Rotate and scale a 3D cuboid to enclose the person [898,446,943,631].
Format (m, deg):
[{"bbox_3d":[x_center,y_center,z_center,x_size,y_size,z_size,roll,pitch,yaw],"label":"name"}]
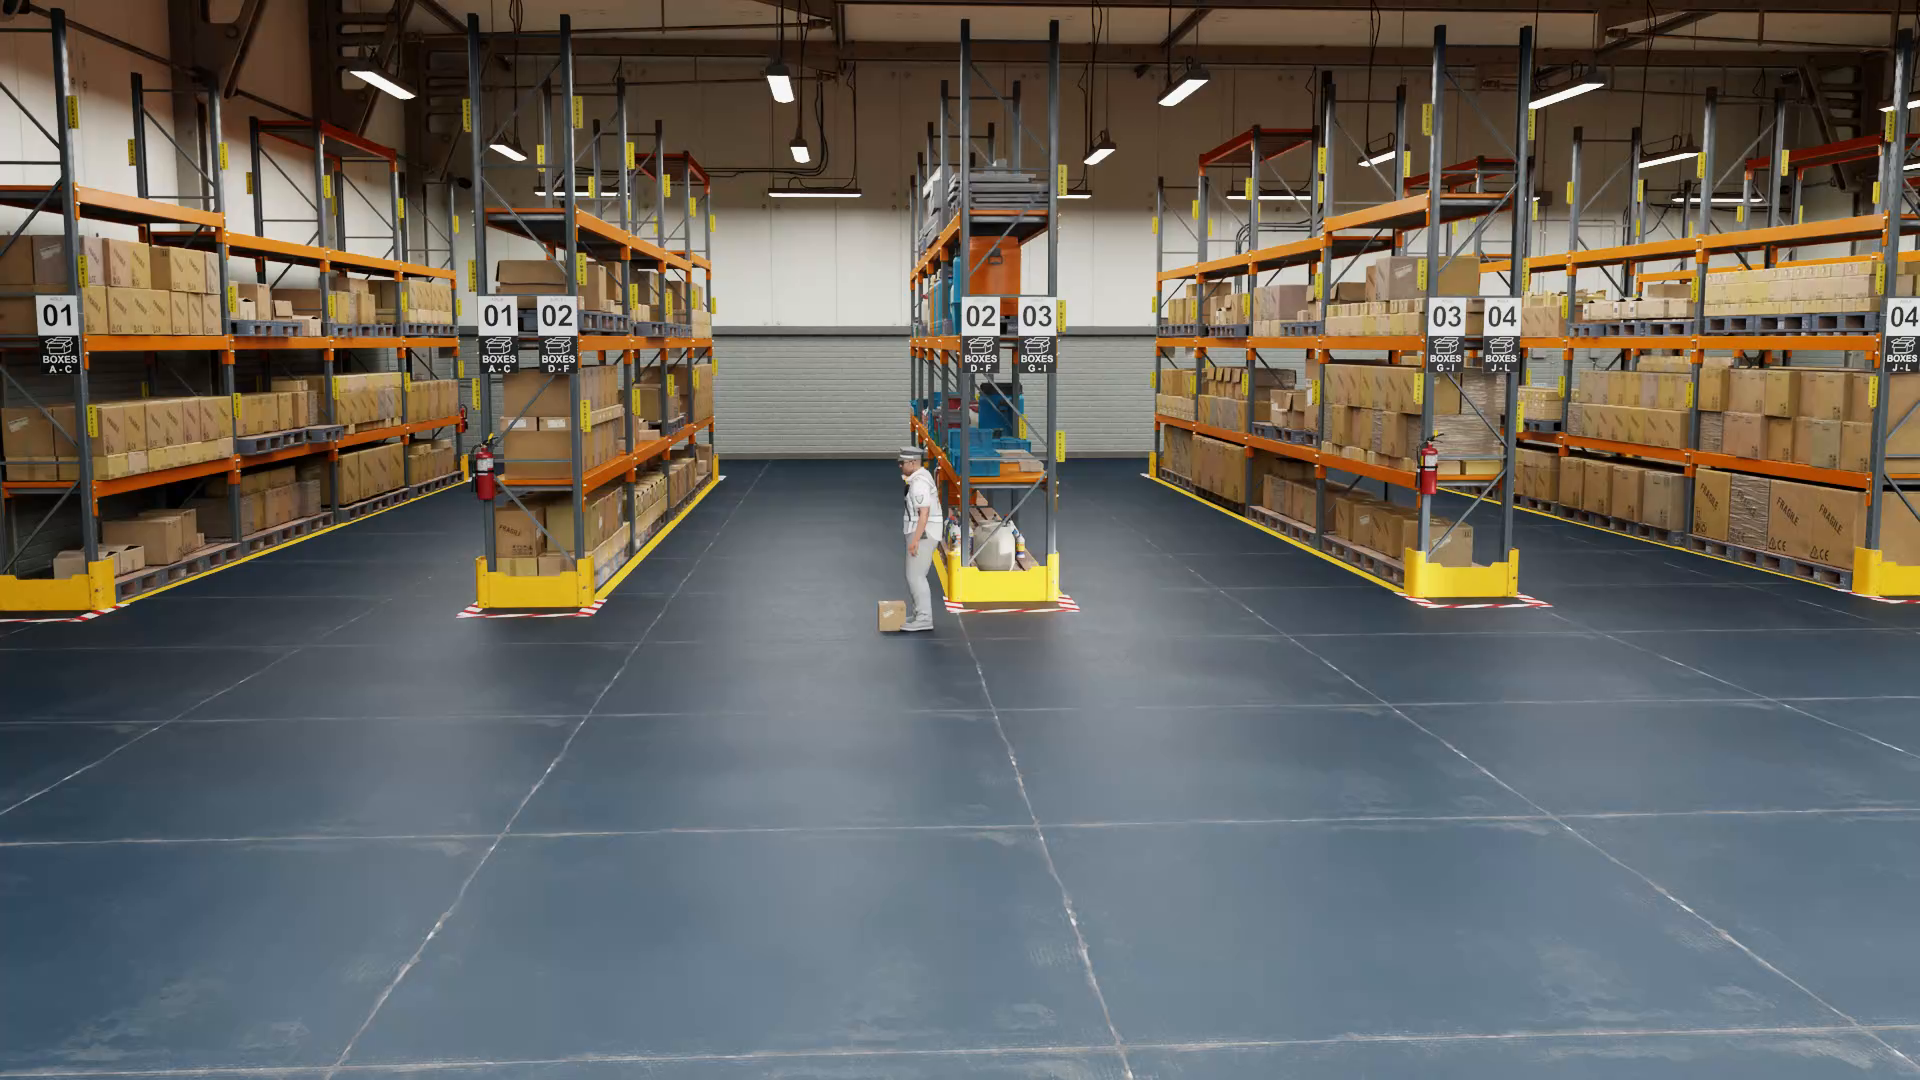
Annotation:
[{"bbox_3d":[-0.384,-0.022,15.895,0.437,1.748,0.587,0,7,-3],"label":"person"}]
